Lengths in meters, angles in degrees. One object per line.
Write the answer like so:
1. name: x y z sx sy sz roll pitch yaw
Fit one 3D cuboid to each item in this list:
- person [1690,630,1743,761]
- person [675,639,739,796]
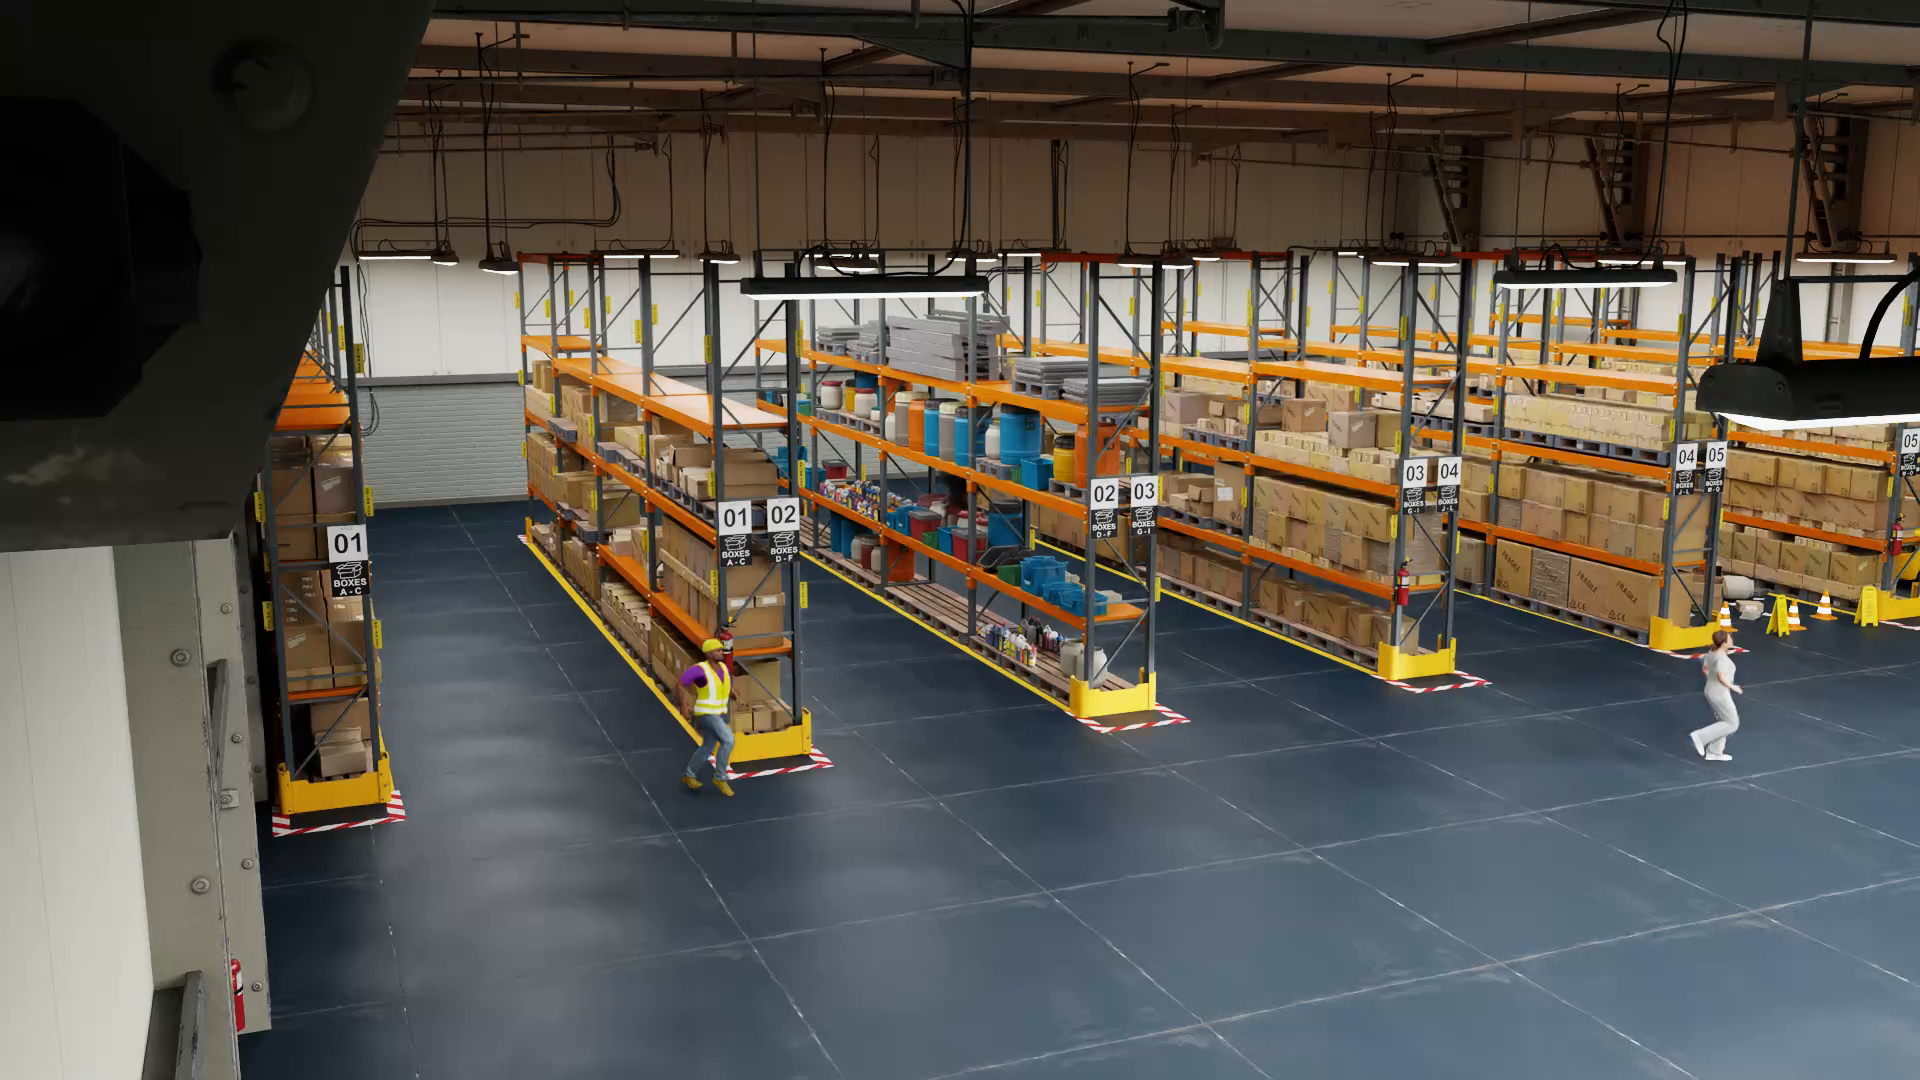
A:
1. person: 9.175 1.886 20.211 0.550 1.624 0.549 0 10 2
2. person: -2.837 2.009 19.174 0.724 1.745 0.712 4 11 23
